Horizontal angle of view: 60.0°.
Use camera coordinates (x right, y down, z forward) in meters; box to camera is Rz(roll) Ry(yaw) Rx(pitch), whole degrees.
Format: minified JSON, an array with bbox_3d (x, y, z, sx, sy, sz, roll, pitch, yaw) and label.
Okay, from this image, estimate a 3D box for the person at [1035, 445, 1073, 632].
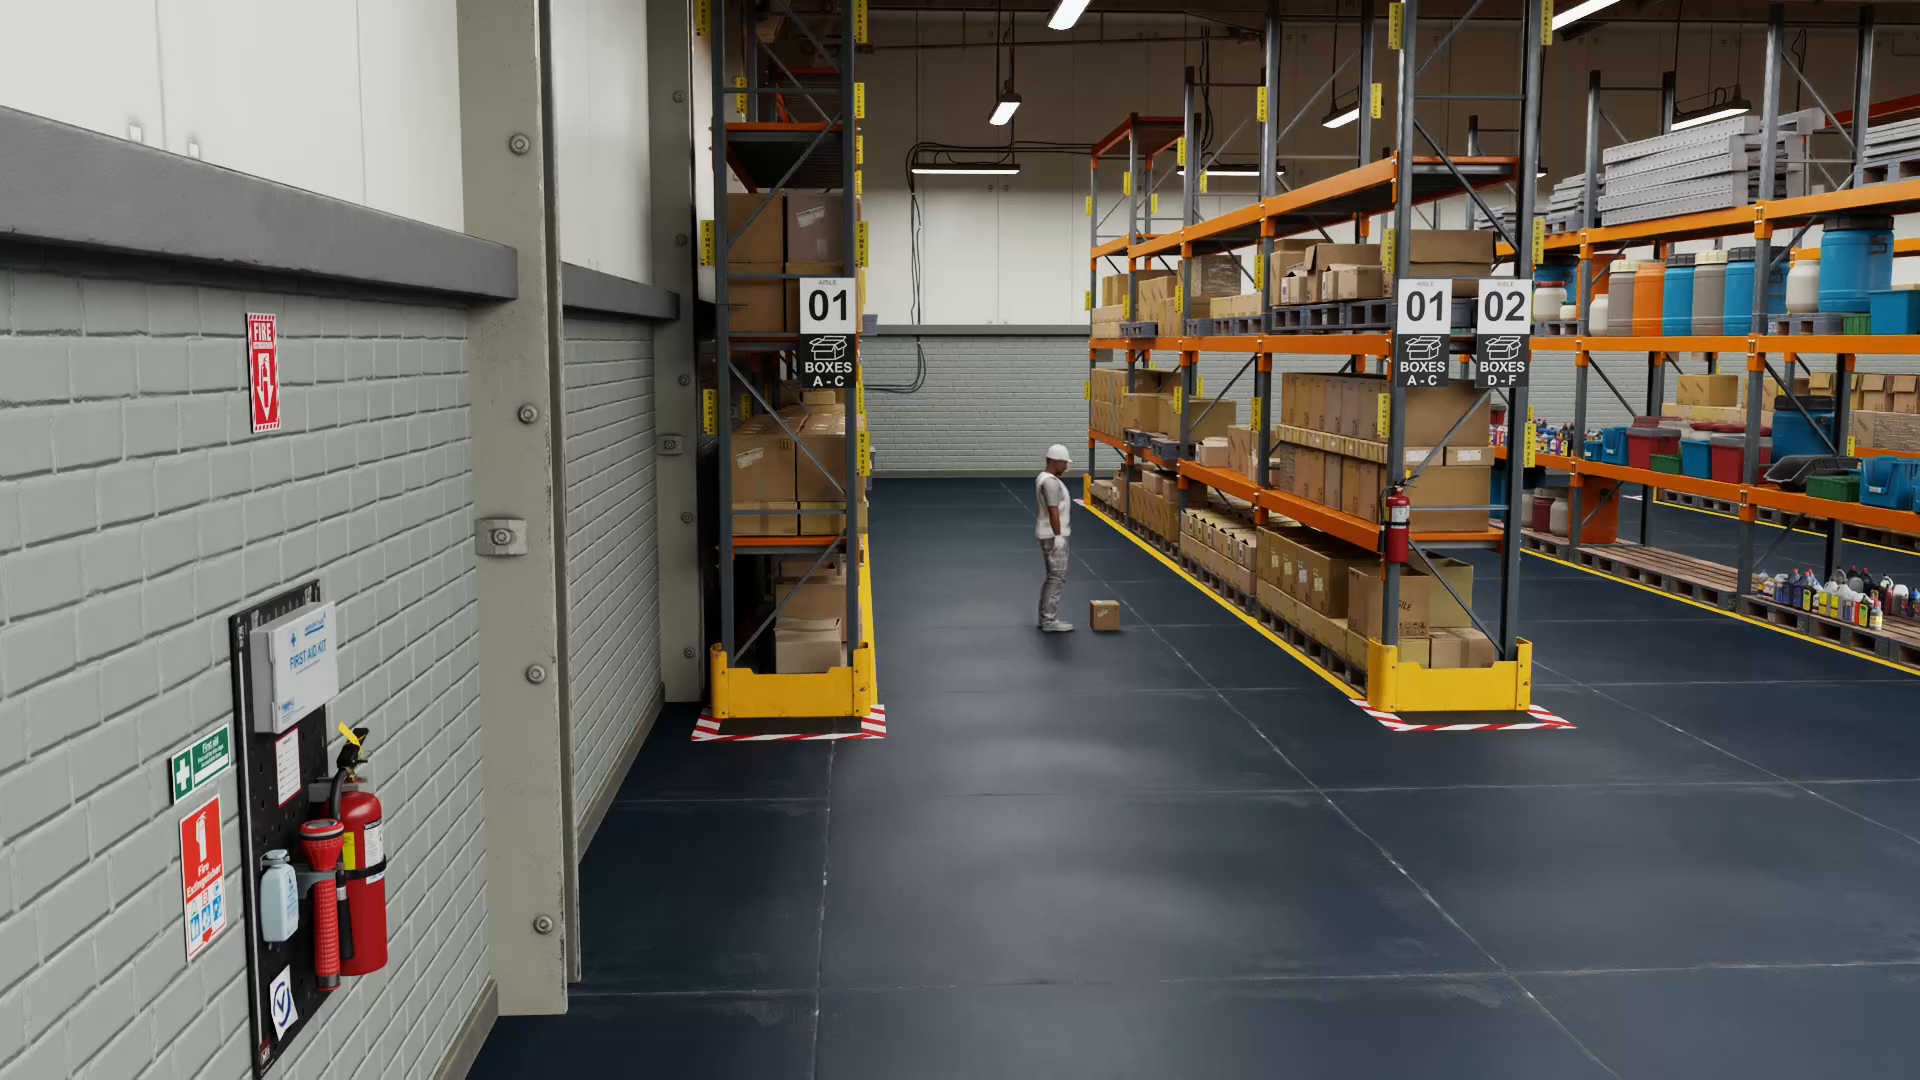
[{"bbox_3d":[0.897,-0.024,15.920,0.366,1.777,0.551,0,7,-3],"label":"person"}]
